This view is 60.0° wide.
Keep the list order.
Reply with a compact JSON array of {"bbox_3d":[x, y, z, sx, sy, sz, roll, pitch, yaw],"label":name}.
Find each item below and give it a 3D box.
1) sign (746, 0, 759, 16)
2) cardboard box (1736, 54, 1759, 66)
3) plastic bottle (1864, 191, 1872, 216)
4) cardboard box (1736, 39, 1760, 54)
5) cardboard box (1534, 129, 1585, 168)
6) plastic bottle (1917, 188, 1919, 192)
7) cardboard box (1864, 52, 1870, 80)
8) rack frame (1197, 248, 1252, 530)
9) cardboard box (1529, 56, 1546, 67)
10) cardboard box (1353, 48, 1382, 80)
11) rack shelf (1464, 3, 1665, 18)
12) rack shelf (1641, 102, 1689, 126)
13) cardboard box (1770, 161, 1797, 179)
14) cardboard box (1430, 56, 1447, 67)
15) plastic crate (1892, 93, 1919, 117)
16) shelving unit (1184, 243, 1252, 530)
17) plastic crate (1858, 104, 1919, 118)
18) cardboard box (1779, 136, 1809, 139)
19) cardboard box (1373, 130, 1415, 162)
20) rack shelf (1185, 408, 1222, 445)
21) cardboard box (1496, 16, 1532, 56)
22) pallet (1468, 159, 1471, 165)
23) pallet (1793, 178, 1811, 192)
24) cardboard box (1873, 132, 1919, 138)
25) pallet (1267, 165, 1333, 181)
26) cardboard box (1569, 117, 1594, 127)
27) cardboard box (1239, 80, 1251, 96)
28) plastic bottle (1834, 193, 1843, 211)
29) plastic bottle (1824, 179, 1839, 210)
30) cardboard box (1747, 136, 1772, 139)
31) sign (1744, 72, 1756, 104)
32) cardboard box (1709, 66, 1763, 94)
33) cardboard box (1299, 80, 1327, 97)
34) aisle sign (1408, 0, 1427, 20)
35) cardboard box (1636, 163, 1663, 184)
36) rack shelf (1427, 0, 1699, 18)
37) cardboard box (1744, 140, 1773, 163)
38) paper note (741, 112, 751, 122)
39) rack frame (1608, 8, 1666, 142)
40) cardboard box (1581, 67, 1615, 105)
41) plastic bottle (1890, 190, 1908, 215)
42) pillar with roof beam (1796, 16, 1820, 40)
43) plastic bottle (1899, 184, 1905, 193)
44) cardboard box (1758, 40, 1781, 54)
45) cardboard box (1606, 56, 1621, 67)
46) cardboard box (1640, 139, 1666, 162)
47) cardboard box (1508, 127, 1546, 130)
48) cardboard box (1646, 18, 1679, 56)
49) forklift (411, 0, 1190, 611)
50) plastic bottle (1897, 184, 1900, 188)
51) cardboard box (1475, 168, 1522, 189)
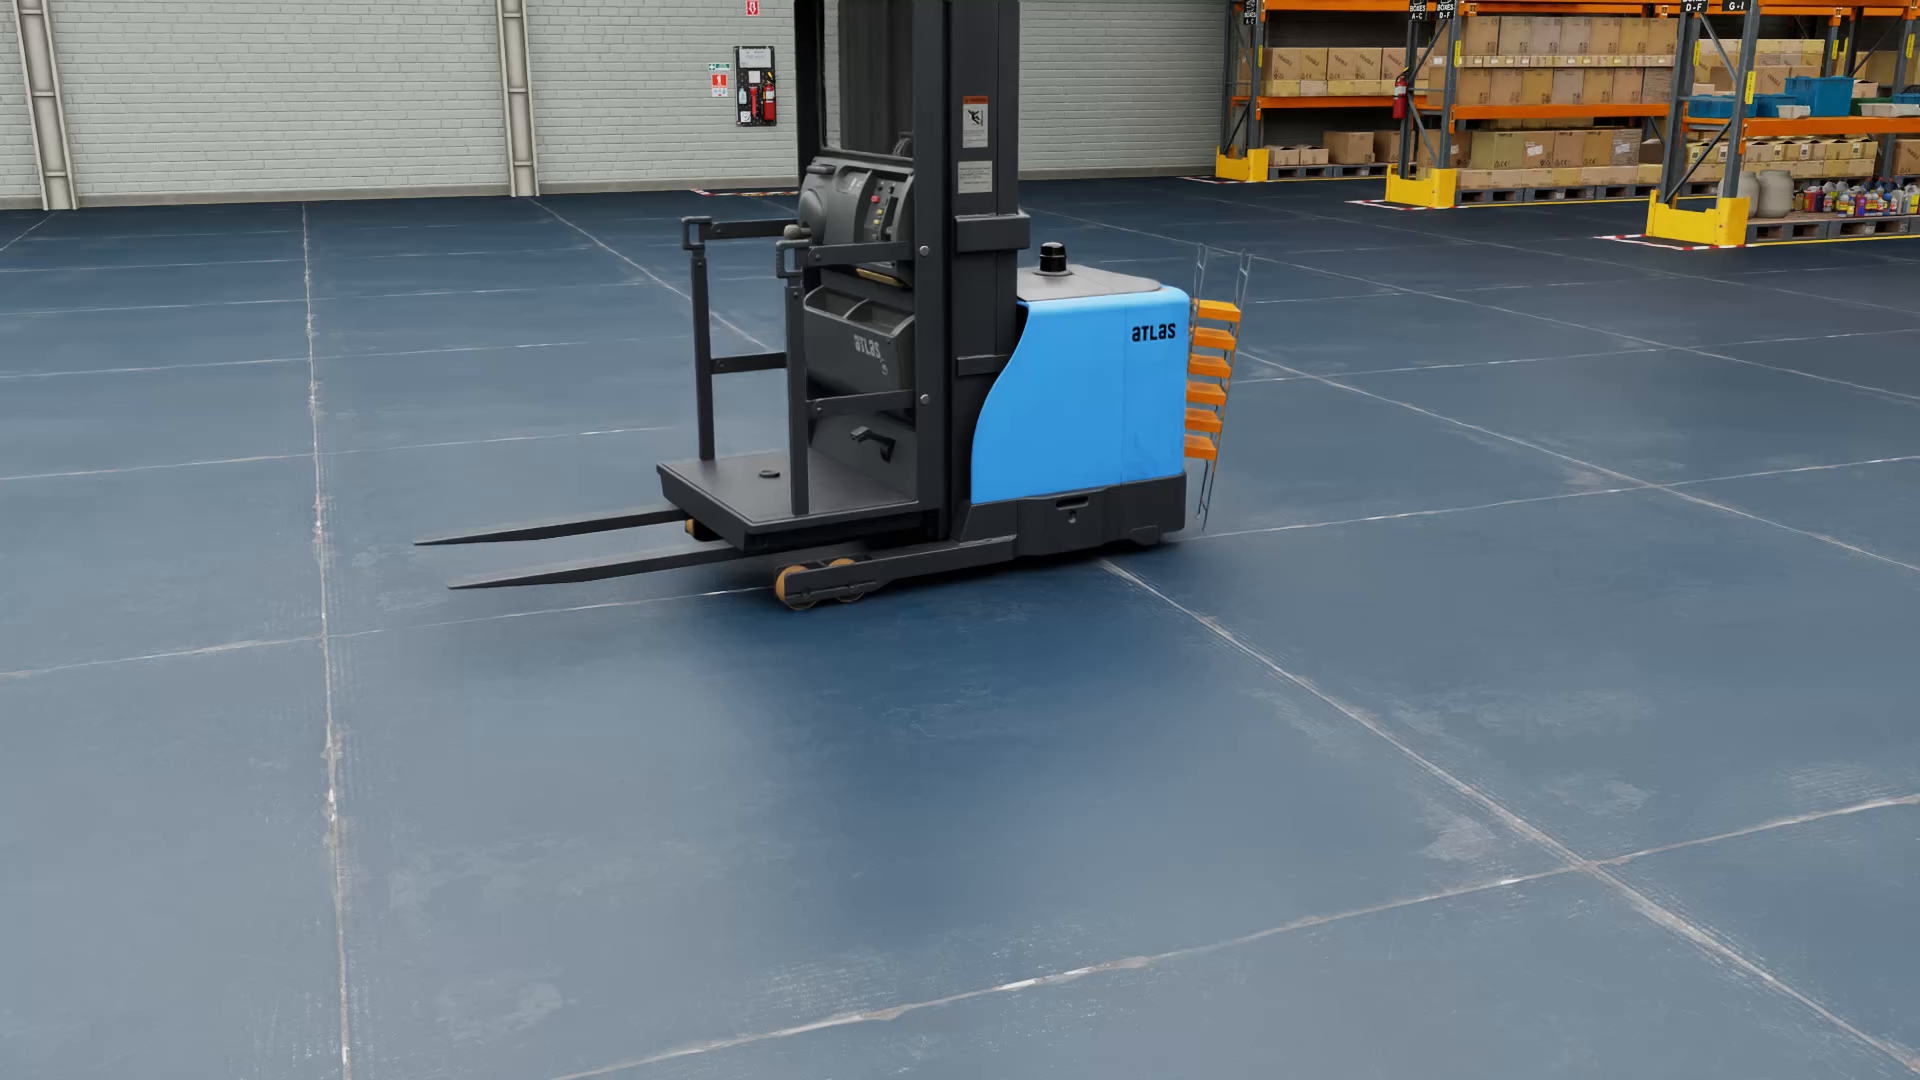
[{"bbox_3d":[-3.086,-7.947,24.723,0.199,0.298,0.001,-6,17,-20],"label":"sign"},{"bbox_3d":[13.992,-8.499,29.974,0.500,0.500,0.500,-6,17,-19],"label":"cardboard box"},{"bbox_3d":[10.207,-3.786,18.729,0.097,0.271,0.097,0,16,0],"label":"plastic bottle"},{"bbox_3d":[13.965,-8.859,29.871,0.500,0.250,0.500,-7,18,-21],"label":"cardboard box"},{"bbox_3d":[8.295,-5.441,23.105,0.500,0.500,0.500,-6,17,-20],"label":"cardboard box"},{"bbox_3d":[11.063,-3.933,19.220,0.135,0.276,0.152,-6,17,-20],"label":"plastic bottle"},{"bbox_3d":[16.938,-8.832,31.317,0.700,0.700,0.980,-7,18,-21],"label":"cardboard box"},{"bbox_3d":[1.139,-0.647,7.182,0.006,1.200,0.240,7,16,-1],"label":"rack frame"},{"bbox_3d":[7.720,-6.499,22.577,0.250,0.149,0.380,-7,18,-22],"label":"cardboard box"},{"bbox_3d":[6.518,-7.775,27.150,0.500,0.500,0.500,-6,17,-18],"label":"cardboard box"},{"bbox_3d":[10.140,-9.054,28.561,4.000,0.370,1.077,-6,17,-20],"label":"rack shelf"},{"bbox_3d":[11.916,-6.312,24.547,4.000,0.370,1.077,-6,17,-20],"label":"rack shelf"},{"bbox_3d":[11.949,-5.469,24.532,0.500,0.250,0.500,-6,17,-19],"label":"cardboard box"},{"bbox_3d":[6.602,-6.500,22.582,0.250,0.149,0.380,-6,18,-21],"label":"cardboard box"},{"bbox_3d":[10.881,-4.898,18.717,0.616,0.251,0.499,-6,17,-20],"label":"plastic crate"},{"bbox_3d":[1.048,-0.658,7.181,0.189,1.200,0.258,7,16,-1],"label":"shelving unit"},{"bbox_3d":[10.391,-4.795,18.572,0.437,0.136,0.530,-6,17,-20],"label":"plastic crate"},{"bbox_3d":[12.702,-5.980,25.277,0.500,0.311,0.500,-7,18,-21],"label":"cardboard box"},{"bbox_3d":[7.317,-6.655,28.094,0.500,0.500,0.500,-8,18,-24],"label":"cardboard box"},{"bbox_3d":[1.028,-0.502,7.228,0.180,0.103,0.258,7,16,-1],"label":"rack shelf"},{"bbox_3d":[7.292,-6.826,22.541,0.500,0.500,0.700,-7,18,-22],"label":"cardboard box"},{"bbox_3d":[8.999,-6.500,28.857,1.213,0.211,1.003,-6,17,-20],"label":"pallet"},{"bbox_3d":[11.863,-5.326,24.862,1.213,0.211,1.003,-6,17,-20],"label":"pallet"},{"bbox_3d":[14.624,-6.393,25.871,0.500,0.250,0.500,-5,17,-18],"label":"cardboard box"},{"bbox_3d":[5.379,-6.098,27.488,1.213,0.211,1.003,-6,17,-20],"label":"pallet"},{"bbox_3d":[10.799,-7.406,29.320,0.500,0.250,0.500,-6,17,-19],"label":"cardboard box"},{"bbox_3d":[4.904,-7.391,27.175,0.500,0.250,0.500,-6,17,-19],"label":"cardboard box"},{"bbox_3d":[10.252,-3.940,19.378,0.097,0.201,0.097,0,16,0],"label":"plastic bottle"},{"bbox_3d":[10.168,-4.039,19.451,0.185,0.351,0.144,-5,17,-18],"label":"plastic bottle"},{"bbox_3d":[14.353,-7.545,30.538,0.750,0.750,0.750,-6,17,-18],"label":"cardboard box"},{"bbox_3d":[8.275,-4.736,17.413,0.005,0.325,0.100,-6,17,-20],"label":"sign"},{"bbox_3d":[11.263,-6.630,24.174,0.500,0.500,0.500,-5,17,-16],"label":"cardboard box"},{"bbox_3d":[5.586,-7.315,26.915,0.500,0.250,0.500,-7,18,-22],"label":"cardboard box"},{"bbox_3d":[6.147,-7.370,22.260,0.004,0.787,0.394,-6,17,-20],"label":"aisle sign"},{"bbox_3d":[9.693,-5.234,23.732,0.500,0.250,0.500,-6,17,-20],"label":"cardboard box"},{"bbox_3d":[8.181,-7.348,22.751,4.000,0.370,1.077,-6,17,-20],"label":"rack shelf"},{"bbox_3d":[11.475,-5.685,24.272,0.500,0.311,0.500,-7,18,-22],"label":"cardboard box"},{"bbox_3d":[-3.233,-6.387,25.089,0.142,0.148,0.016,-6,17,-20],"label":"paper note"},{"bbox_3d":[12.007,-8.162,29.569,0.127,3.000,1.000,-6,17,-20],"label":"rack frame"},{"bbox_3d":[8.676,-6.353,23.231,0.500,0.500,0.700,-6,17,-19],"label":"cardboard box"},{"bbox_3d":[10.685,-3.848,18.933,0.135,0.276,0.152,-6,17,-19],"label":"plastic bottle"},{"bbox_3d":[17.627,-10.609,27.255,0.400,9.000,9.100,-6,17,-20],"label":"pillar with roof beam"},{"bbox_3d":[11.109,-4.075,19.693,0.133,0.283,0.061,-6,17,-20],"label":"plastic bottle"},{"bbox_3d":[14.441,-8.911,30.046,0.500,0.250,0.500,-6,17,-19],"label":"cardboard box"},{"bbox_3d":[8.920,-6.629,23.020,0.250,0.149,0.380,-6,17,-20],"label":"cardboard box"},{"bbox_3d":[10.324,-5.723,24.404,0.500,0.311,0.500,-6,17,-20],"label":"cardboard box"},{"bbox_3d":[8.103,-5.582,23.586,0.500,0.500,0.500,-6,17,-20],"label":"cardboard box"},{"bbox_3d":[9.636,-7.080,23.404,0.500,0.500,0.700,-6,17,-20],"label":"cardboard box"},{"bbox_3d":[-0.593,-1.313,6.367,3.031,2.935,1.130,-9,18,-27],"label":"forklift"},{"bbox_3d":[11.071,-4.100,19.789,0.135,0.276,0.152,-5,17,-18],"label":"plastic bottle"},{"bbox_3d":[7.359,-4.982,22.873,0.500,0.250,0.500,-6,17,-20],"label":"cardboard box"}]
